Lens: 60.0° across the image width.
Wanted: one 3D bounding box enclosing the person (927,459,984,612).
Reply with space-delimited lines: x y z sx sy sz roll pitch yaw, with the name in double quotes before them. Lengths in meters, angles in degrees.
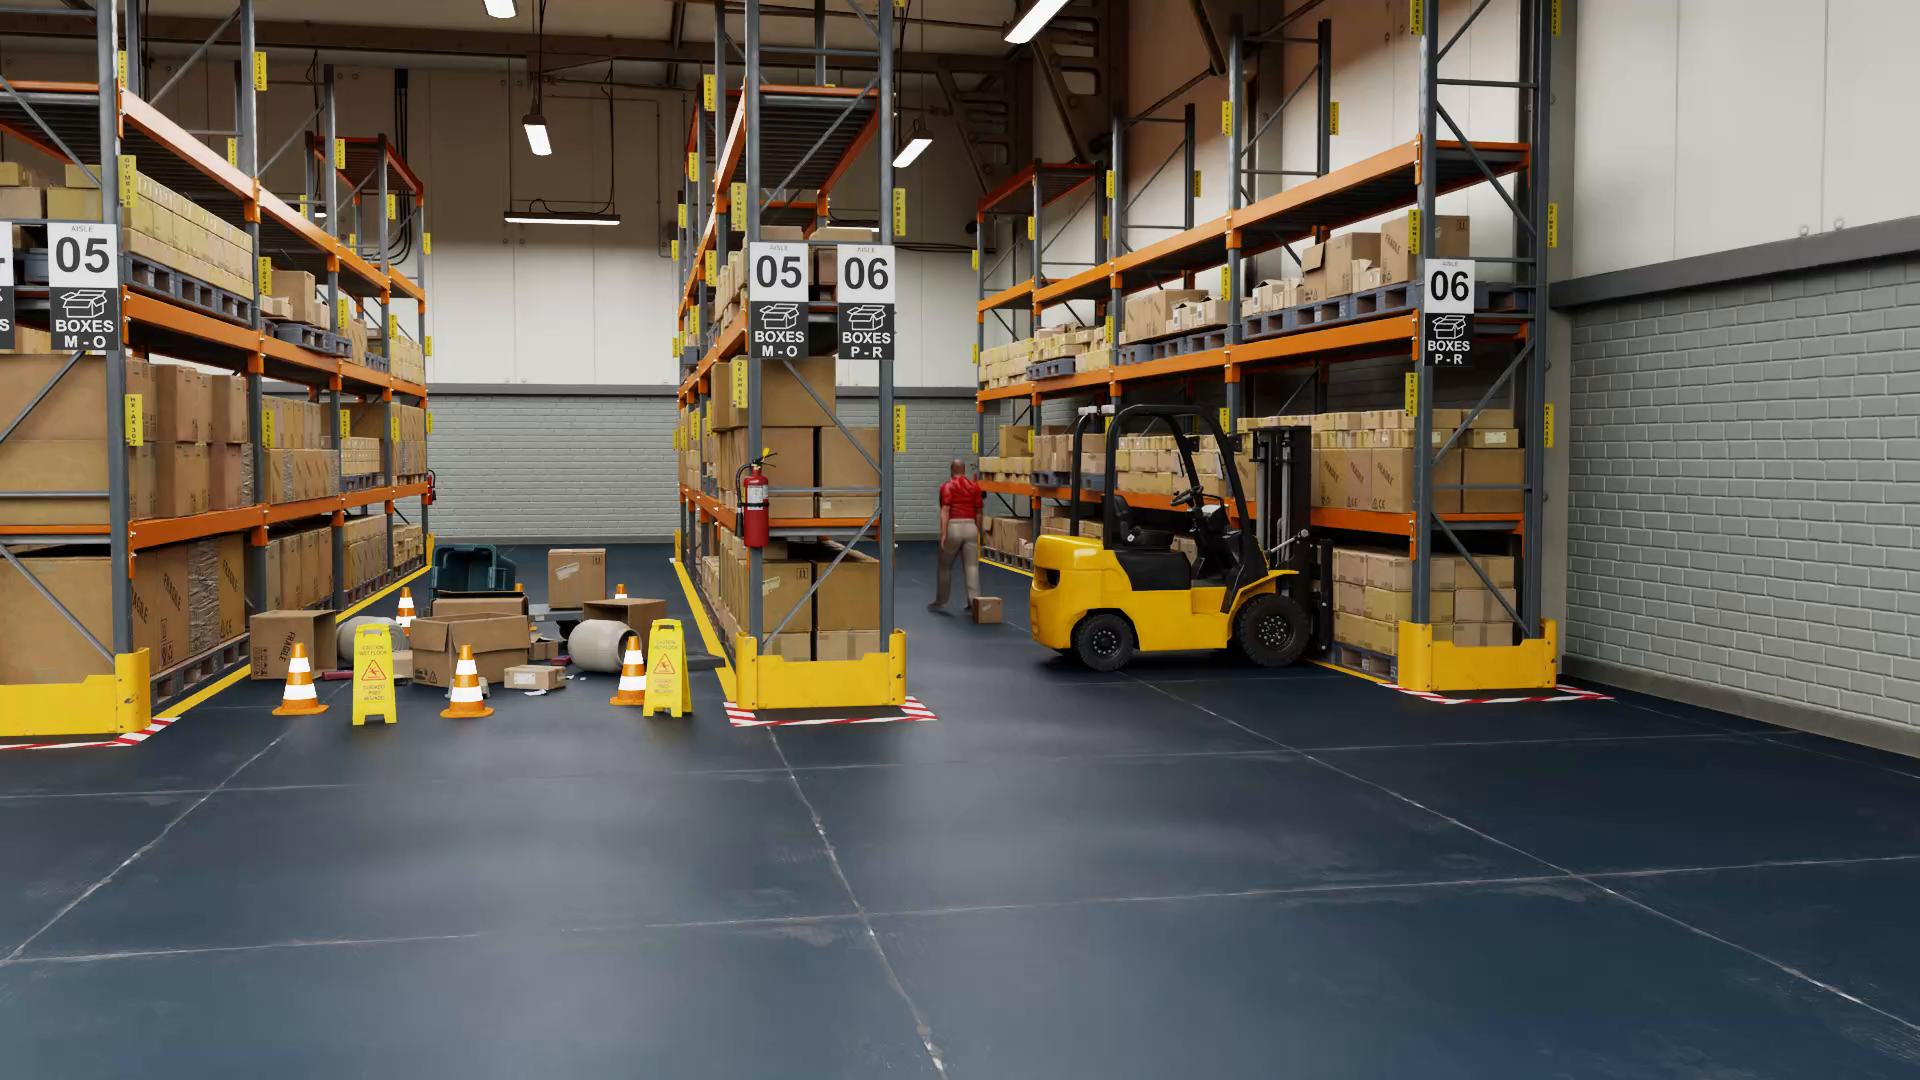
"person" -0.014 -0.059 18.269 0.570 1.663 0.985 -1 3 -20
